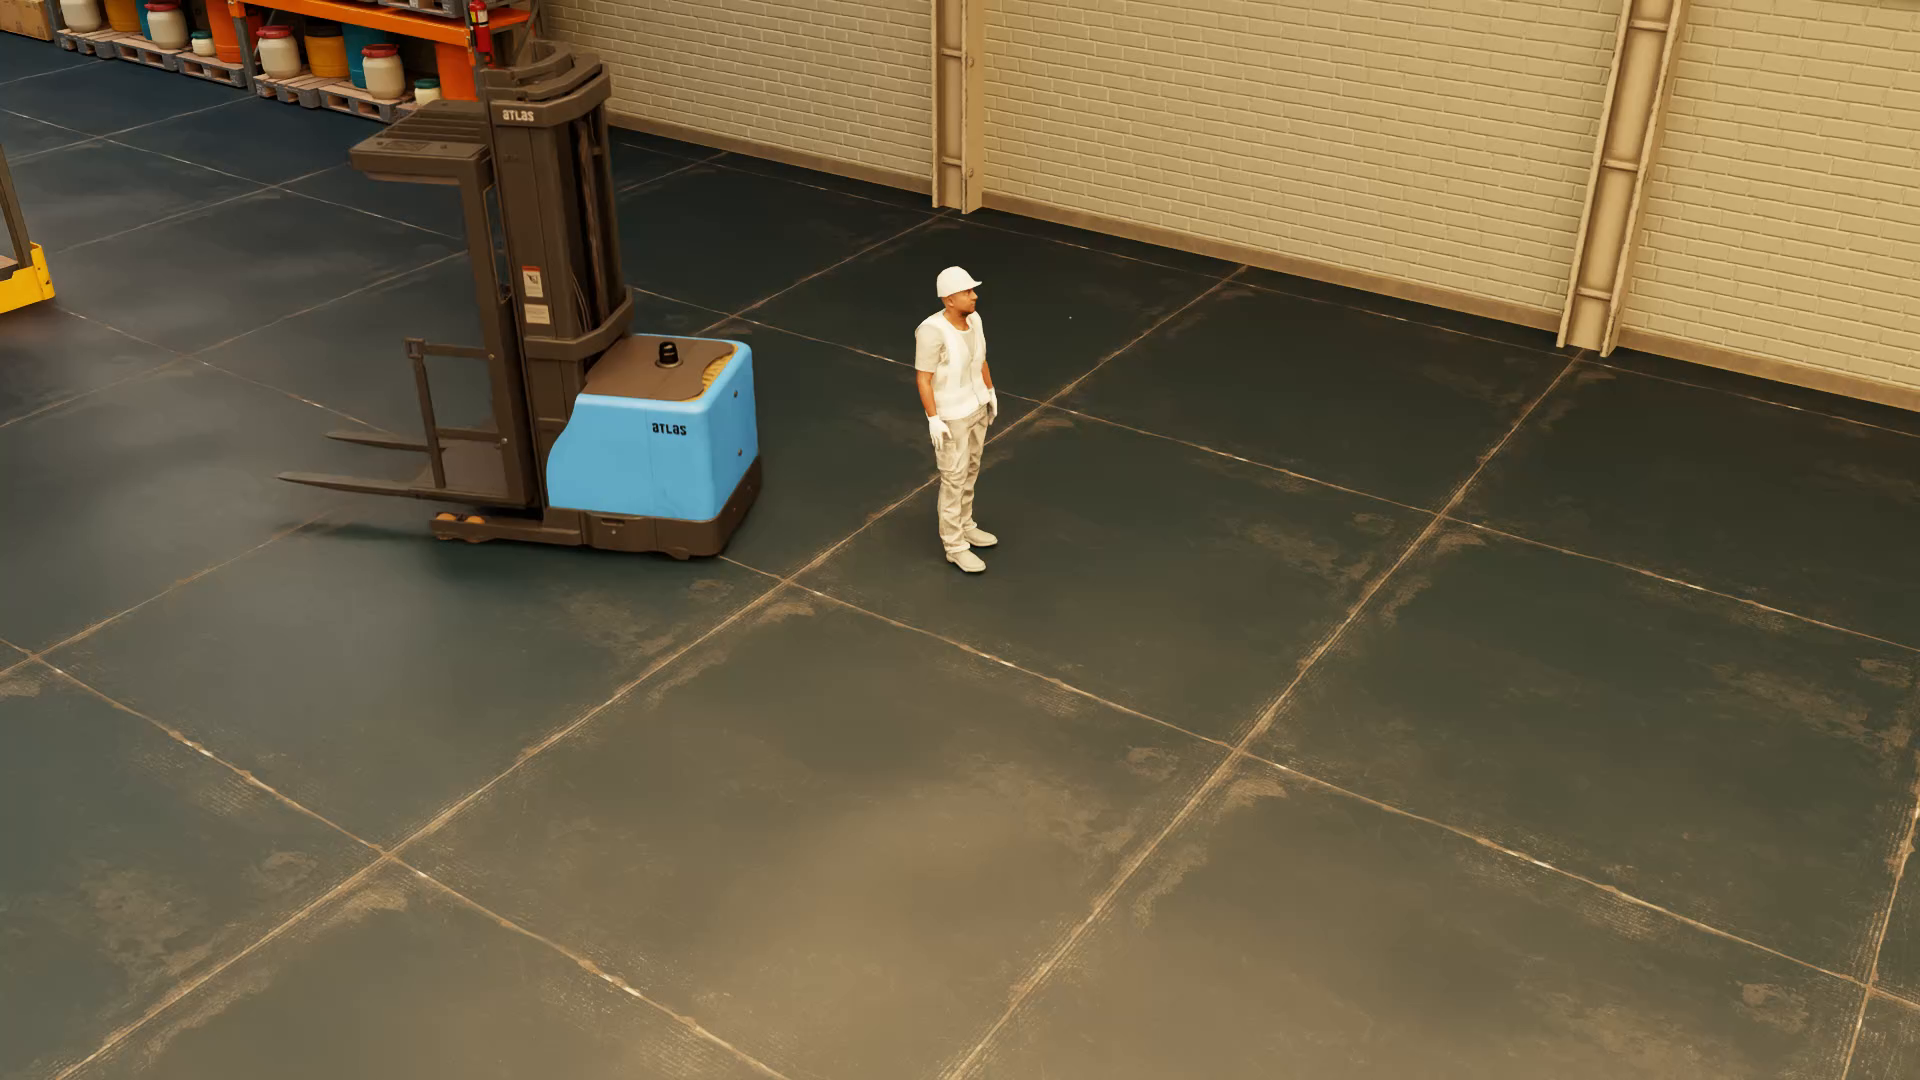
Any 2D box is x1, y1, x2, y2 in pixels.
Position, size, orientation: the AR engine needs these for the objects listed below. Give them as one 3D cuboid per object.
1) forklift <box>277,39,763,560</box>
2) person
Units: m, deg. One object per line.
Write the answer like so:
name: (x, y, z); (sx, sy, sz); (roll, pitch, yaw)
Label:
forklift: (-2.873, -1.501, 10.166); (3.031, 2.935, 1.130); (6, 31, 9)
person: (0.056, -0.753, 10.008); (0.575, 1.784, 0.656); (19, 35, 29)
